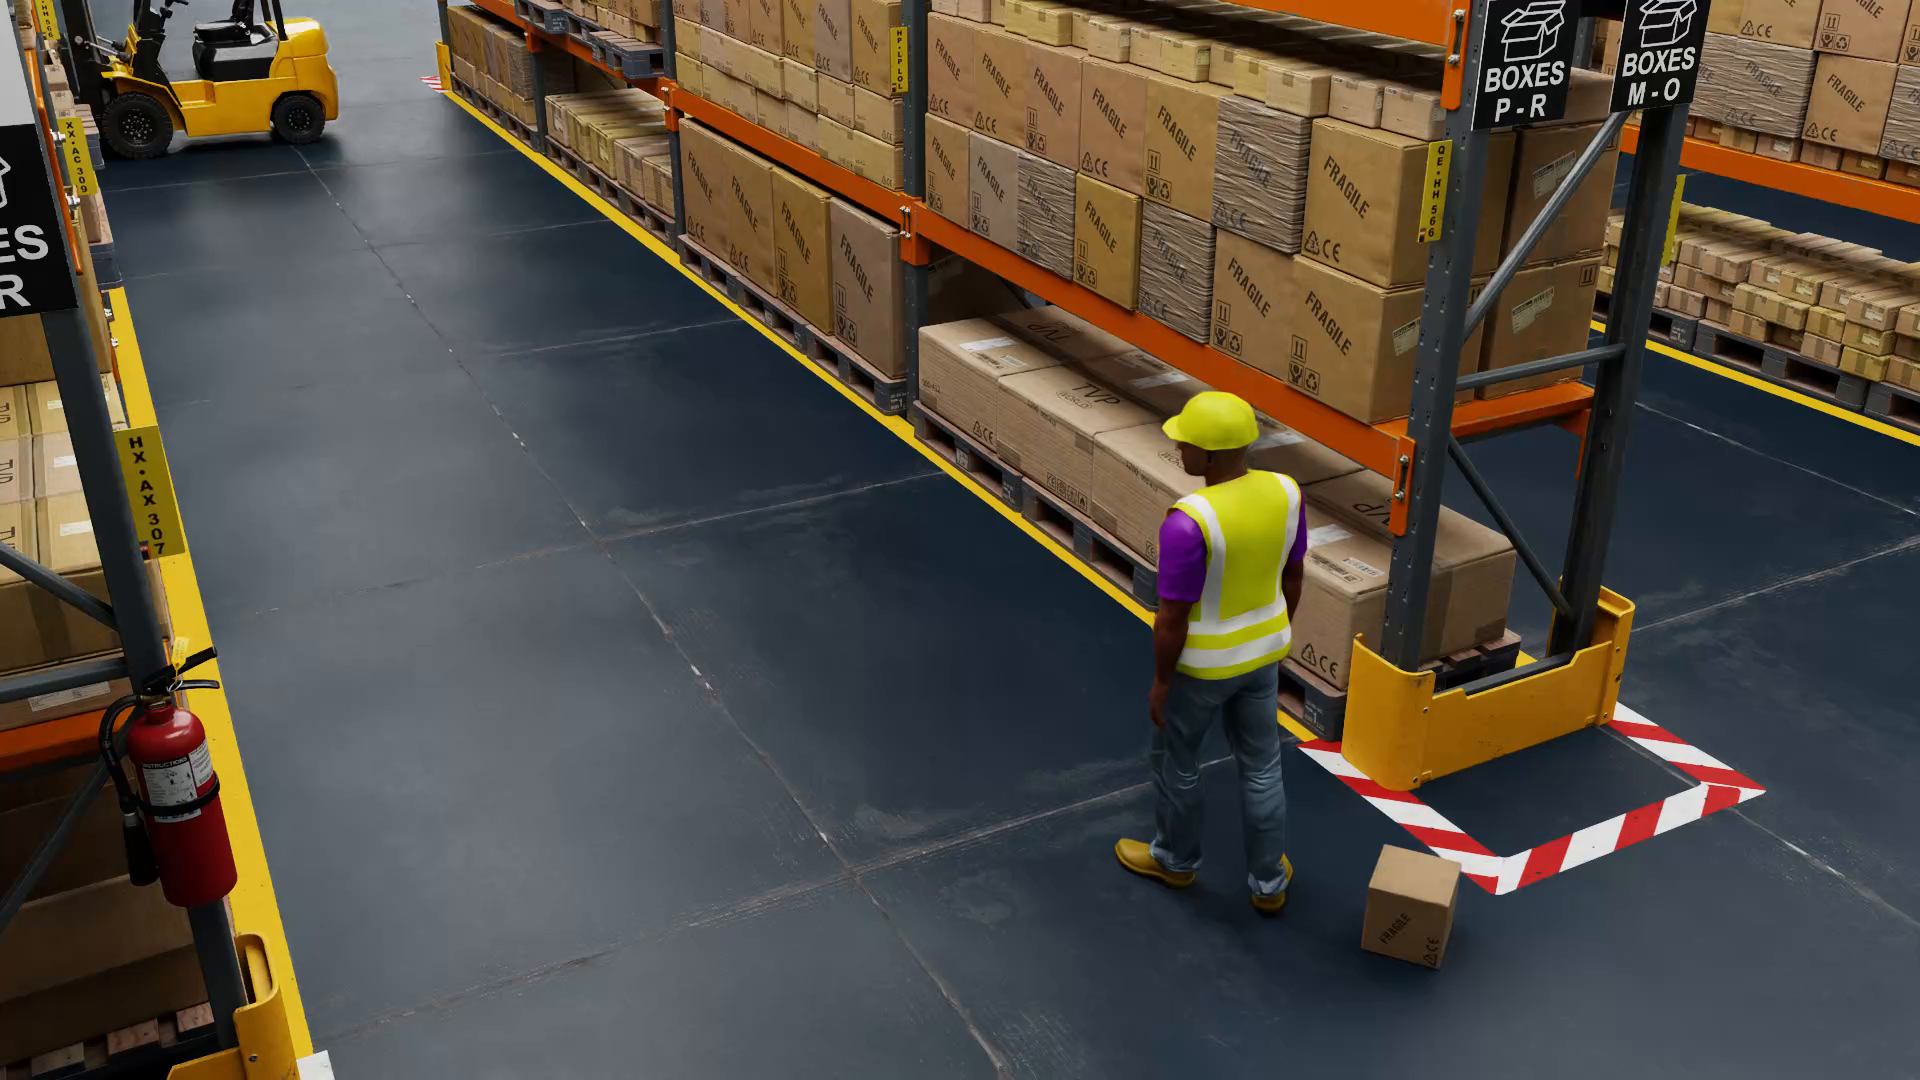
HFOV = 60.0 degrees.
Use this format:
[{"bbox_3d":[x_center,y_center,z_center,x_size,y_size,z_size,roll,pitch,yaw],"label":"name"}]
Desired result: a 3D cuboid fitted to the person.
[{"bbox_3d":[0.833,0.369,5.303,0.589,1.766,0.569,-13,28,-26],"label":"person"}]
